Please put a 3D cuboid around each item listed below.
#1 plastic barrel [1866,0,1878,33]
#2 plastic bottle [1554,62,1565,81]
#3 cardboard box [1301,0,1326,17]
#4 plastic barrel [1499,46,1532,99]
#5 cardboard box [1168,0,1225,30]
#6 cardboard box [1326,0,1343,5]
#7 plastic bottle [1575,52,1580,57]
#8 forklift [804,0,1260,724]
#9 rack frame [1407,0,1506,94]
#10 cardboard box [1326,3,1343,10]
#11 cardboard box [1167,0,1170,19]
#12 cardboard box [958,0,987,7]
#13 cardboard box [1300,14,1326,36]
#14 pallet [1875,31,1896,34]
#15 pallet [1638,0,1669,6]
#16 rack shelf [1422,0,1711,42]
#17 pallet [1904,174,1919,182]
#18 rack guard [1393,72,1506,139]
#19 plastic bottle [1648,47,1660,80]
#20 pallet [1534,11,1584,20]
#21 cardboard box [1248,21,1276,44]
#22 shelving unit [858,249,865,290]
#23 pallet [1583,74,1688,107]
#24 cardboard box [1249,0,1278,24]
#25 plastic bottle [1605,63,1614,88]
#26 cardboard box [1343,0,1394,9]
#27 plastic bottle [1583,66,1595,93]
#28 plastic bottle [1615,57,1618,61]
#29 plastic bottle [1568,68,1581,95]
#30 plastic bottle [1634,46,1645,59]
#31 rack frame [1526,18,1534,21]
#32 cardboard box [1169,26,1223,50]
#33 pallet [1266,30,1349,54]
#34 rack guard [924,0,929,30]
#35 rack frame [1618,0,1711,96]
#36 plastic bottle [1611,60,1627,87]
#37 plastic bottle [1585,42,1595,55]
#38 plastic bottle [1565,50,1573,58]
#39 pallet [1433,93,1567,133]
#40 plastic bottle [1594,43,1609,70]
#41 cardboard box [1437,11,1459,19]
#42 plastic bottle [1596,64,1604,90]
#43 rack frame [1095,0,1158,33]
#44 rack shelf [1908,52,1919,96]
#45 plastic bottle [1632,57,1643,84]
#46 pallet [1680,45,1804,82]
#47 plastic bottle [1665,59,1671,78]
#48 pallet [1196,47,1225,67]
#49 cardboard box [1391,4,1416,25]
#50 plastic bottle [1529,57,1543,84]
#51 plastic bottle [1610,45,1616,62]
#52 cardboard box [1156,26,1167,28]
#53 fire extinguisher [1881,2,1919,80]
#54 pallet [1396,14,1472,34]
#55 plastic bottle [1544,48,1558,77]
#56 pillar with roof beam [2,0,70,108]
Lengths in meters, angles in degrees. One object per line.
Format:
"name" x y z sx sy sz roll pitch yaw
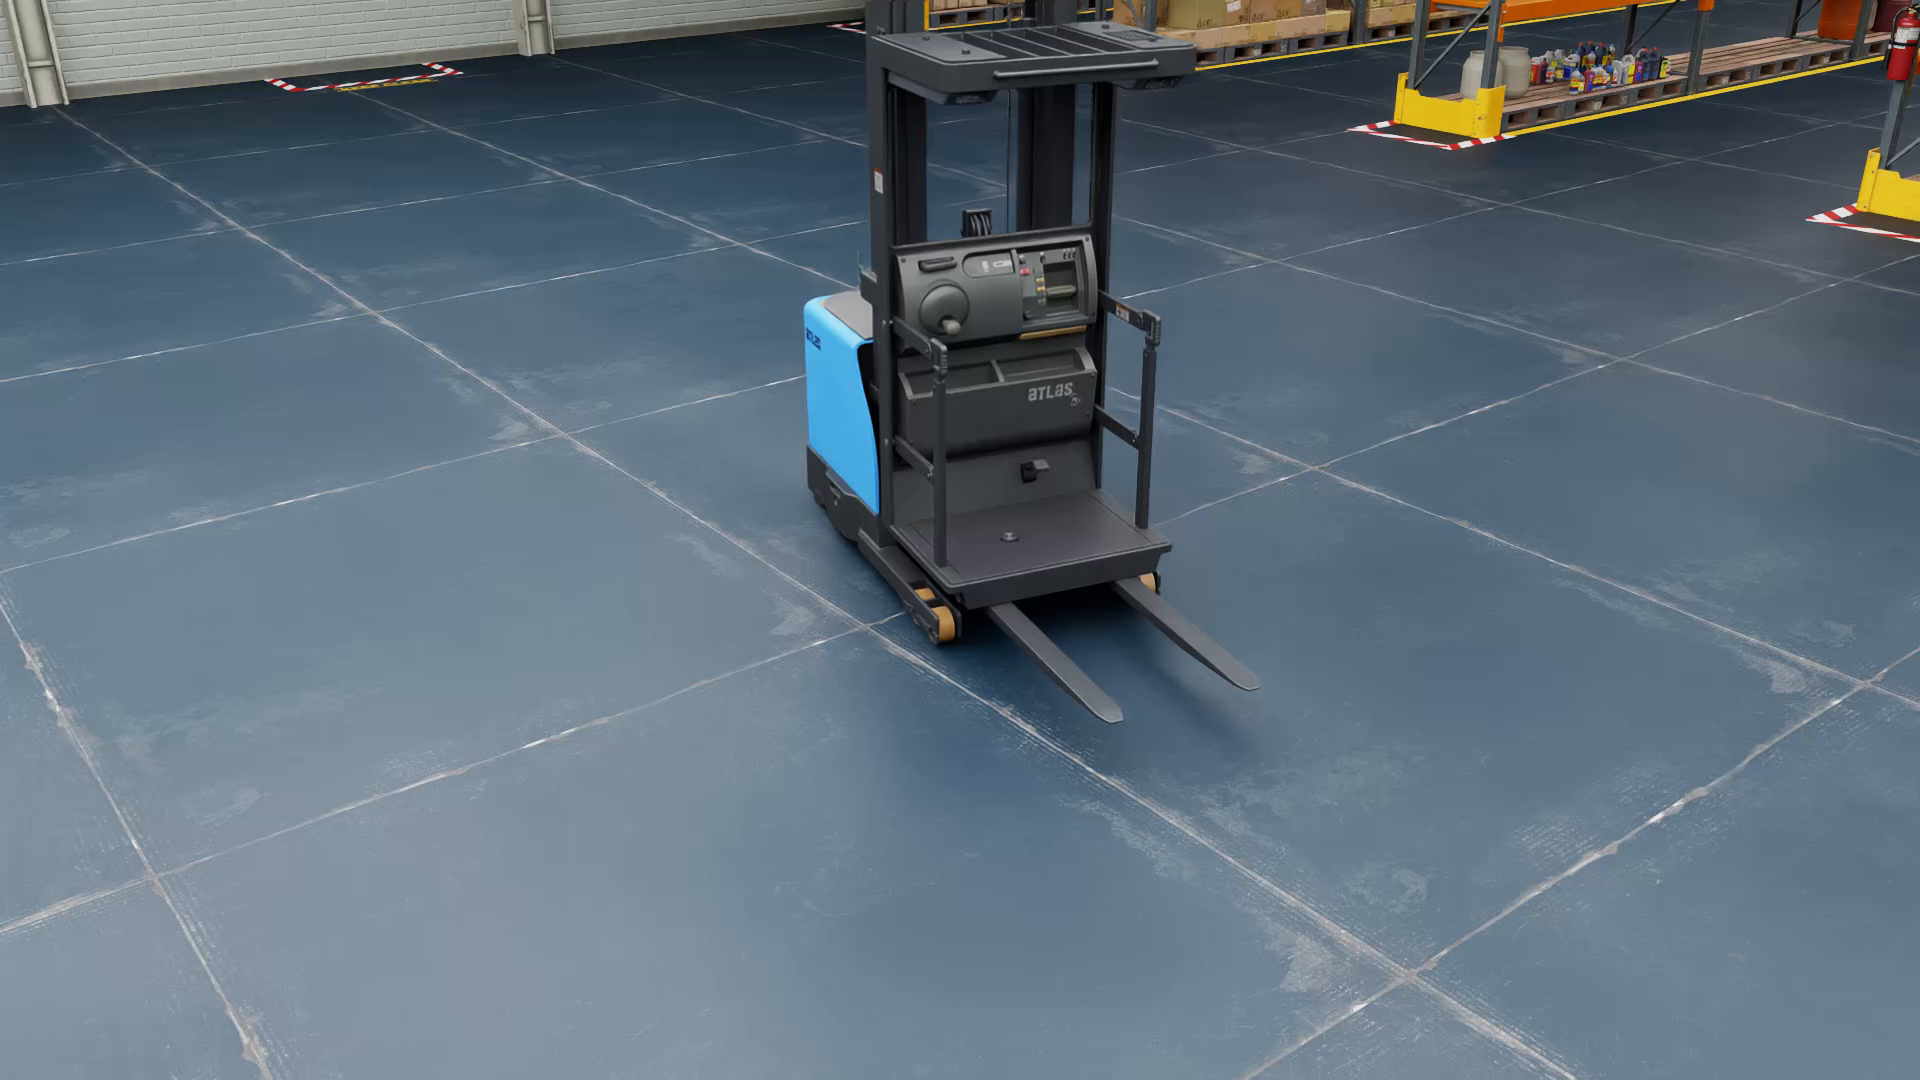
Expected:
"plastic barrel" 12.190 -7.153 22.556 0.421 0.512 0.421 0 25 0
"plastic bottle" 6.867 -5.365 19.048 0.097 0.201 0.097 0 25 0
"cardboard box" 4.595 -7.349 22.399 0.500 0.500 0.500 -18 31 -34
"plastic barrel" 5.997 -5.092 18.116 0.421 0.512 0.421 0 25 0
"cardboard box" 3.029 -6.825 21.270 0.500 0.500 0.500 -18 31 -34
"cardboard box" 5.367 -7.783 23.558 0.500 0.311 0.500 -18 31 -34
"plastic bottle" 7.147 -5.533 19.328 0.097 0.271 0.097 0 25 0
"forklift" 0.260 -1.080 7.095 1.130 2.935 3.031 -10 27 -21
"rack frame" 5.131 -5.704 16.977 0.127 3.000 1.000 -18 31 -34
"cardboard box" 5.373 -7.532 23.683 0.500 0.250 0.500 -19 31 -35
"cardboard box" 3.094 -7.132 21.930 0.500 0.500 0.500 -18 31 -34
"cardboard box" 0.067 -8.264 25.164 0.500 0.311 0.500 -15 29 -30
"cardboard box" 4.596 -7.009 22.556 0.500 0.250 0.500 -18 31 -34
"pallet" 12.981 -7.051 23.192 1.213 0.211 1.003 -18 31 -34
"pallet" 10.904 -8.974 27.336 1.213 0.211 1.003 -18 31 -34
"rack shelf" 6.705 -5.897 18.248 4.000 0.370 1.077 -18 31 -34
"pallet" 8.909 -3.017 14.501 1.213 0.211 1.003 -18 31 -34
"rack guard" 5.162 -4.605 17.580 0.348 0.500 1.175 -18 31 -34
"plastic bottle" 7.950 -5.478 19.115 0.185 0.351 0.144 -19 31 -35
"pallet" 8.984 -8.341 25.971 1.213 0.211 1.003 -18 31 -34
"cardboard box" 3.818 -6.744 21.985 0.500 0.250 0.500 -18 31 -34
"shelving unit" -0.399 -0.938 8.845 0.189 1.200 0.258 -10 27 -21
"pallet" 7.725 -5.318 19.457 1.213 0.211 1.003 -18 31 -34
"cardboard box" 3.819 -7.084 21.827 0.500 0.500 0.500 -18 31 -34
"plastic bottle" 7.258 -5.201 18.613 0.097 0.271 0.097 0 25 0
"cardboard box" 5.704 -7.607 23.180 0.500 0.311 0.500 -18 30 -34
"plastic bottle" 6.940 -5.092 18.363 0.133 0.283 0.061 -18 30 -33
"plastic bottle" 7.461 -5.341 18.900 0.133 0.283 0.061 -18 31 -34
"plastic bottle" 6.750 -5.034 18.251 0.097 0.271 0.097 0 25 0
"plastic bottle" 7.861 -5.526 19.218 0.185 0.351 0.144 -18 31 -34
"rack frame" 8.373 -9.424 24.993 0.127 3.000 1.000 -18 31 -34
"cardboard box" 3.028 -6.486 21.429 0.500 0.250 0.500 -18 31 -34
"pallet" 4.574 -6.927 22.926 1.213 0.211 1.003 -18 31 -34
"rack guard" -0.922 -7.872 24.618 0.348 0.500 1.175 -18 31 -34
"rack frame" 8.279 -6.743 19.216 0.127 3.000 1.000 -18 31 -34
"plastic bottle" 7.415 -5.270 18.754 0.135 0.276 0.152 -18 30 -33
"plastic bottle" 7.388 -5.669 19.526 0.185 0.351 0.144 -17 30 -33
"plastic bottle" 7.084 -5.560 19.371 0.133 0.283 0.061 -17 30 -32
"pallet" 5.805 -4.684 18.091 1.213 0.211 1.003 -18 31 -34
"plastic bottle" 7.477 -5.621 19.423 0.185 0.351 0.144 -18 31 -34
"cardboard box" 6.906 -7.751 24.154 0.500 0.250 0.500 -18 30 -33
"plastic bottle" 7.099 -5.149 18.499 0.097 0.271 0.097 0 25 0
"rack frame" 2.078 -7.346 20.515 0.127 3.000 1.000 -18 31 -34
"rack shelf" 9.761 -4.256 14.713 4.000 0.370 1.077 -18 31 -34
"plastic bottle" 7.697 -5.342 18.901 0.133 0.283 0.061 -16 29 -31
"pallet" 9.834 -6.014 20.957 1.213 0.211 1.003 -18 31 -34
"plastic bottle" 8.186 -5.476 19.287 0.097 0.201 0.097 0 25 0
"pallet" 2.654 -6.294 21.560 1.213 0.211 1.003 -18 31 -34
"cardboard box" 6.099 -7.483 23.578 0.500 0.250 0.500 -17 30 -33
"plastic bottle" 6.521 -5.347 18.920 0.135 0.276 0.152 -18 30 -34
"plastic bottle" 7.758 -5.768 19.832 0.097 0.271 0.097 0 25 0
"cardboard box" 2.317 -6.526 21.517 0.500 0.250 0.500 -18 31 -34
"fire extinguisher" 7.813 -4.151 13.723 0.183 0.674 0.296 -18 31 -34
"pallet" 6.742 -7.643 24.468 1.213 0.211 1.003 -18 31 -34
"plastic bottle" 6.758 -5.461 19.078 0.185 0.351 0.144 -17 30 -32
"pillar with roof beam" -7.751 -7.632 14.006 0.400 9.000 9.100 -18 31 -34
